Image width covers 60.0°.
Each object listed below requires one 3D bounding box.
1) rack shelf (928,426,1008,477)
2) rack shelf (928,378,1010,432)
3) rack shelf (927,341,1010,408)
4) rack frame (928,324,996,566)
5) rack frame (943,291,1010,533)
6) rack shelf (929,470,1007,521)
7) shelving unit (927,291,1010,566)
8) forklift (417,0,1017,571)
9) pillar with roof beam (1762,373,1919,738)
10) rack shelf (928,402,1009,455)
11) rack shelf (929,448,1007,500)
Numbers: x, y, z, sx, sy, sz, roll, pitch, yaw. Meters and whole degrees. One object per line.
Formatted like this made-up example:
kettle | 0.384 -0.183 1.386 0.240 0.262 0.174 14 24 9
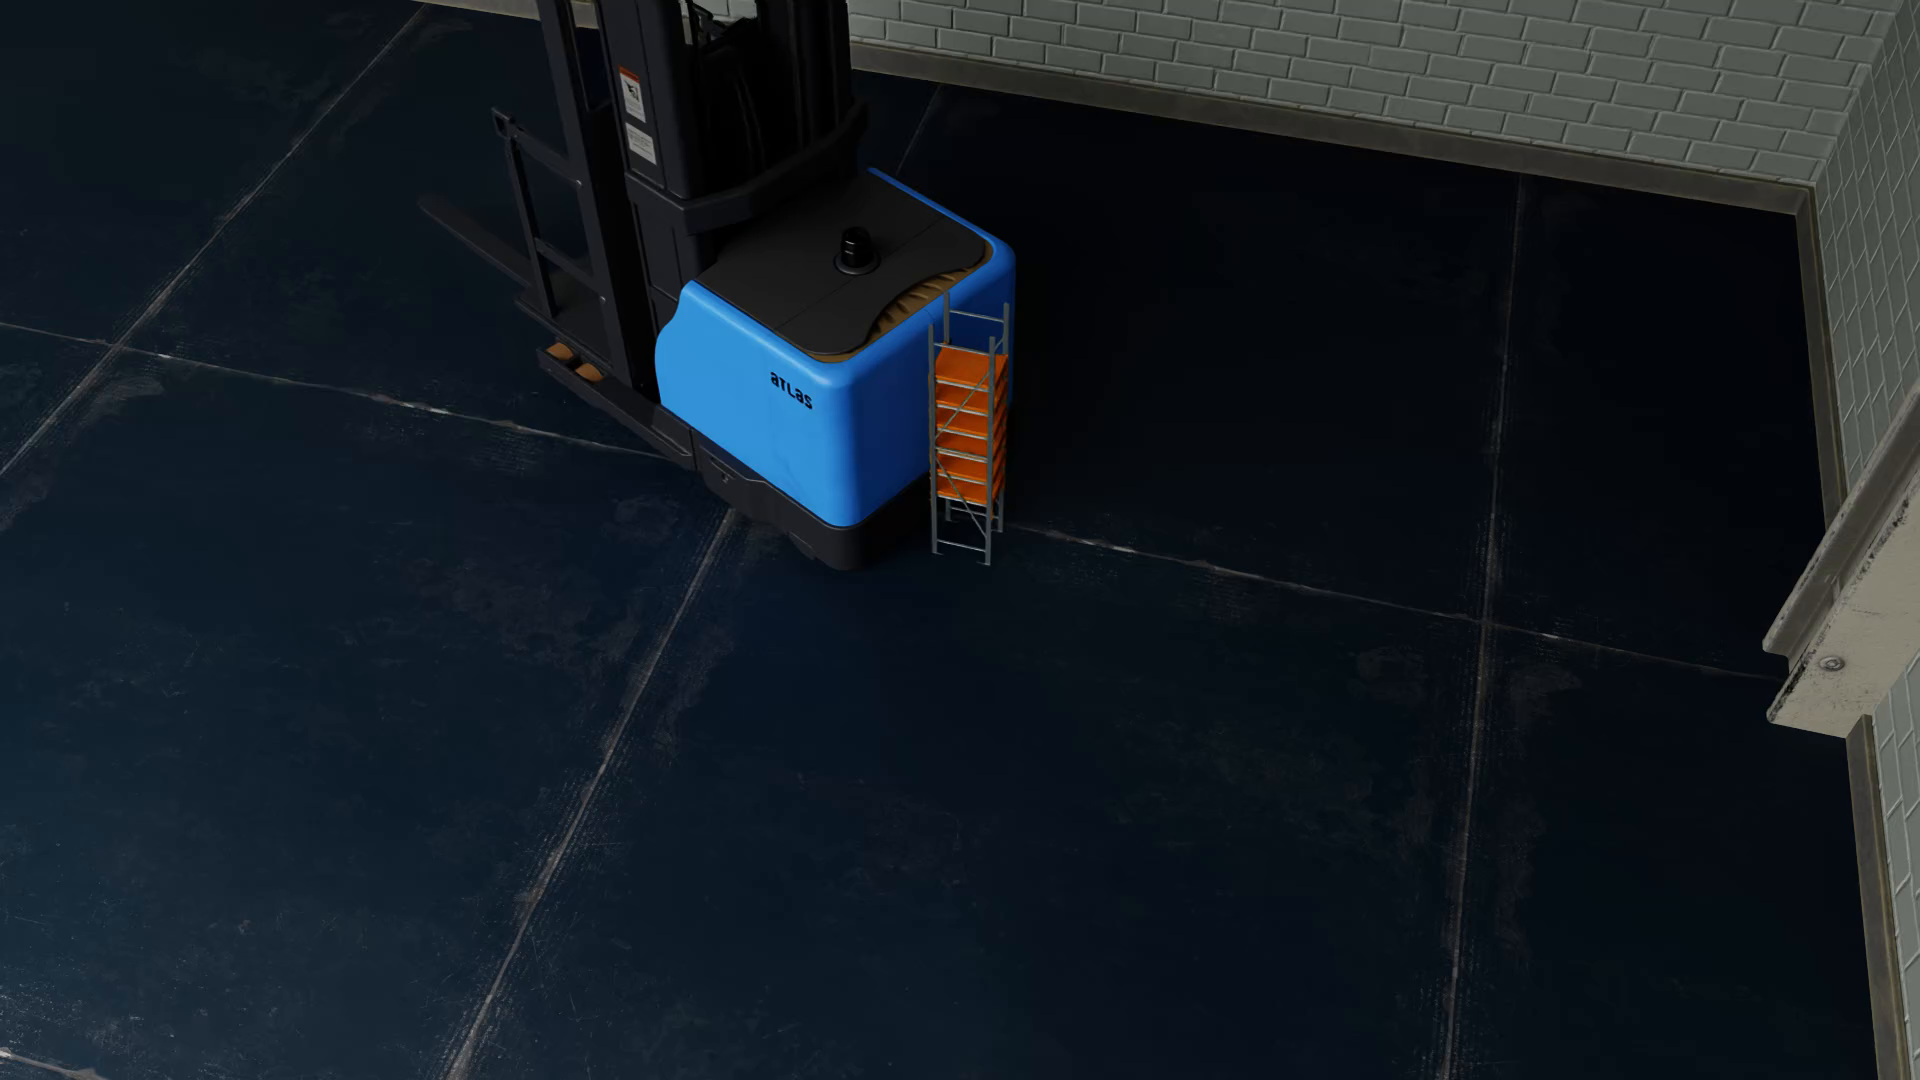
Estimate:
rack shelf | 0.032 -0.357 6.243 0.258 0.103 0.180 13 50 11
rack shelf | 0.032 -0.516 6.063 0.258 0.103 0.180 13 50 11
rack shelf | 0.032 -0.595 5.973 0.258 0.103 0.180 13 50 11
rack frame | 0.006 -0.320 6.151 0.240 1.200 0.006 13 50 11
rack frame | 0.058 -0.452 6.267 0.240 1.200 0.006 13 50 11
rack shelf | 0.032 -0.198 6.423 0.258 0.103 0.180 13 50 11
shelving unit | 0.032 -0.386 6.209 0.258 1.200 0.189 13 50 11
forklift | -1.199 -1.826 6.326 3.031 2.935 1.130 35 57 27
pillar with roof beam | -0.999 -3.275 3.557 9.100 9.000 0.400 12 50 10
rack shelf | 0.032 -0.436 6.153 0.258 0.103 0.180 13 50 11
rack shelf | 0.032 -0.277 6.333 0.258 0.103 0.180 13 50 11
